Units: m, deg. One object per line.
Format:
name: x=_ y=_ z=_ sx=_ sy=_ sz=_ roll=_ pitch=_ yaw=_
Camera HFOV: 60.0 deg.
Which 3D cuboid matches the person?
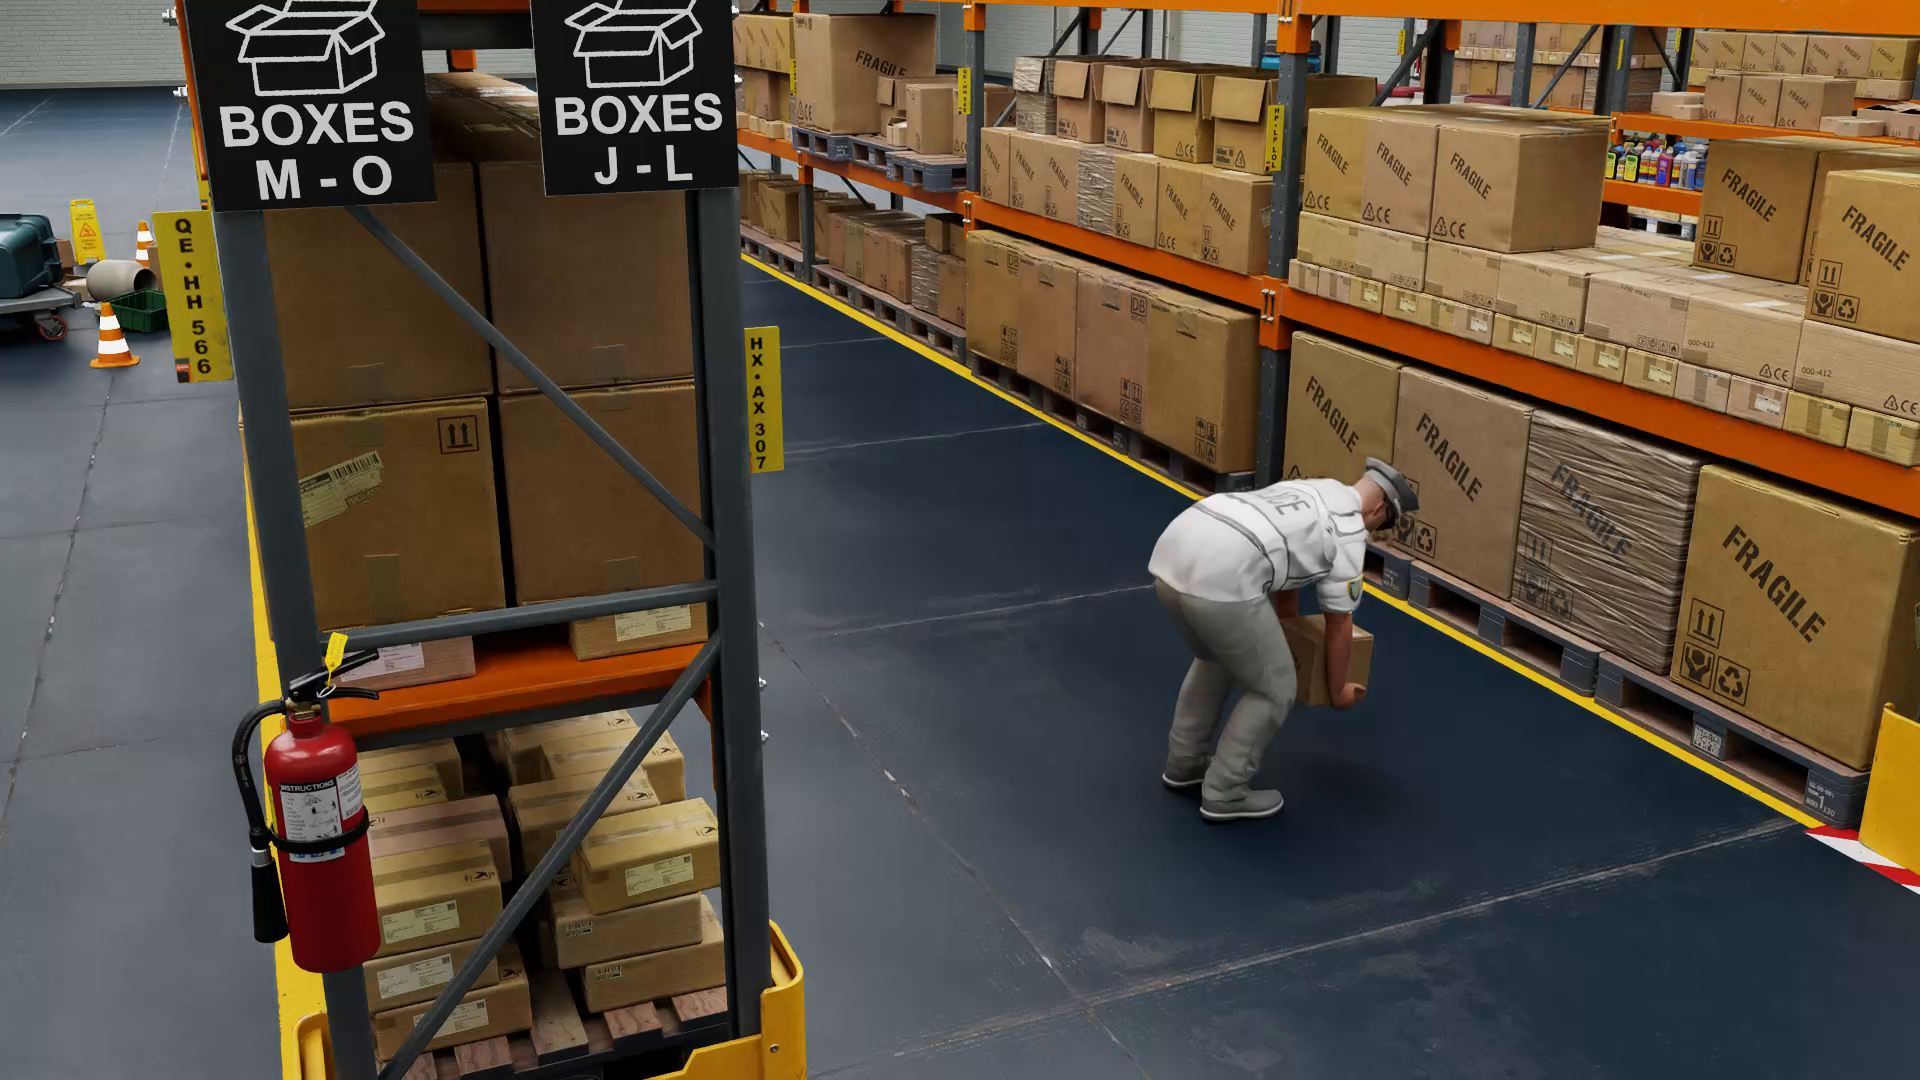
person: x=1.004 y=0.130 z=5.803 sx=0.642 sy=1.674 sz=0.475 roll=-8 pitch=20 yaw=-23
